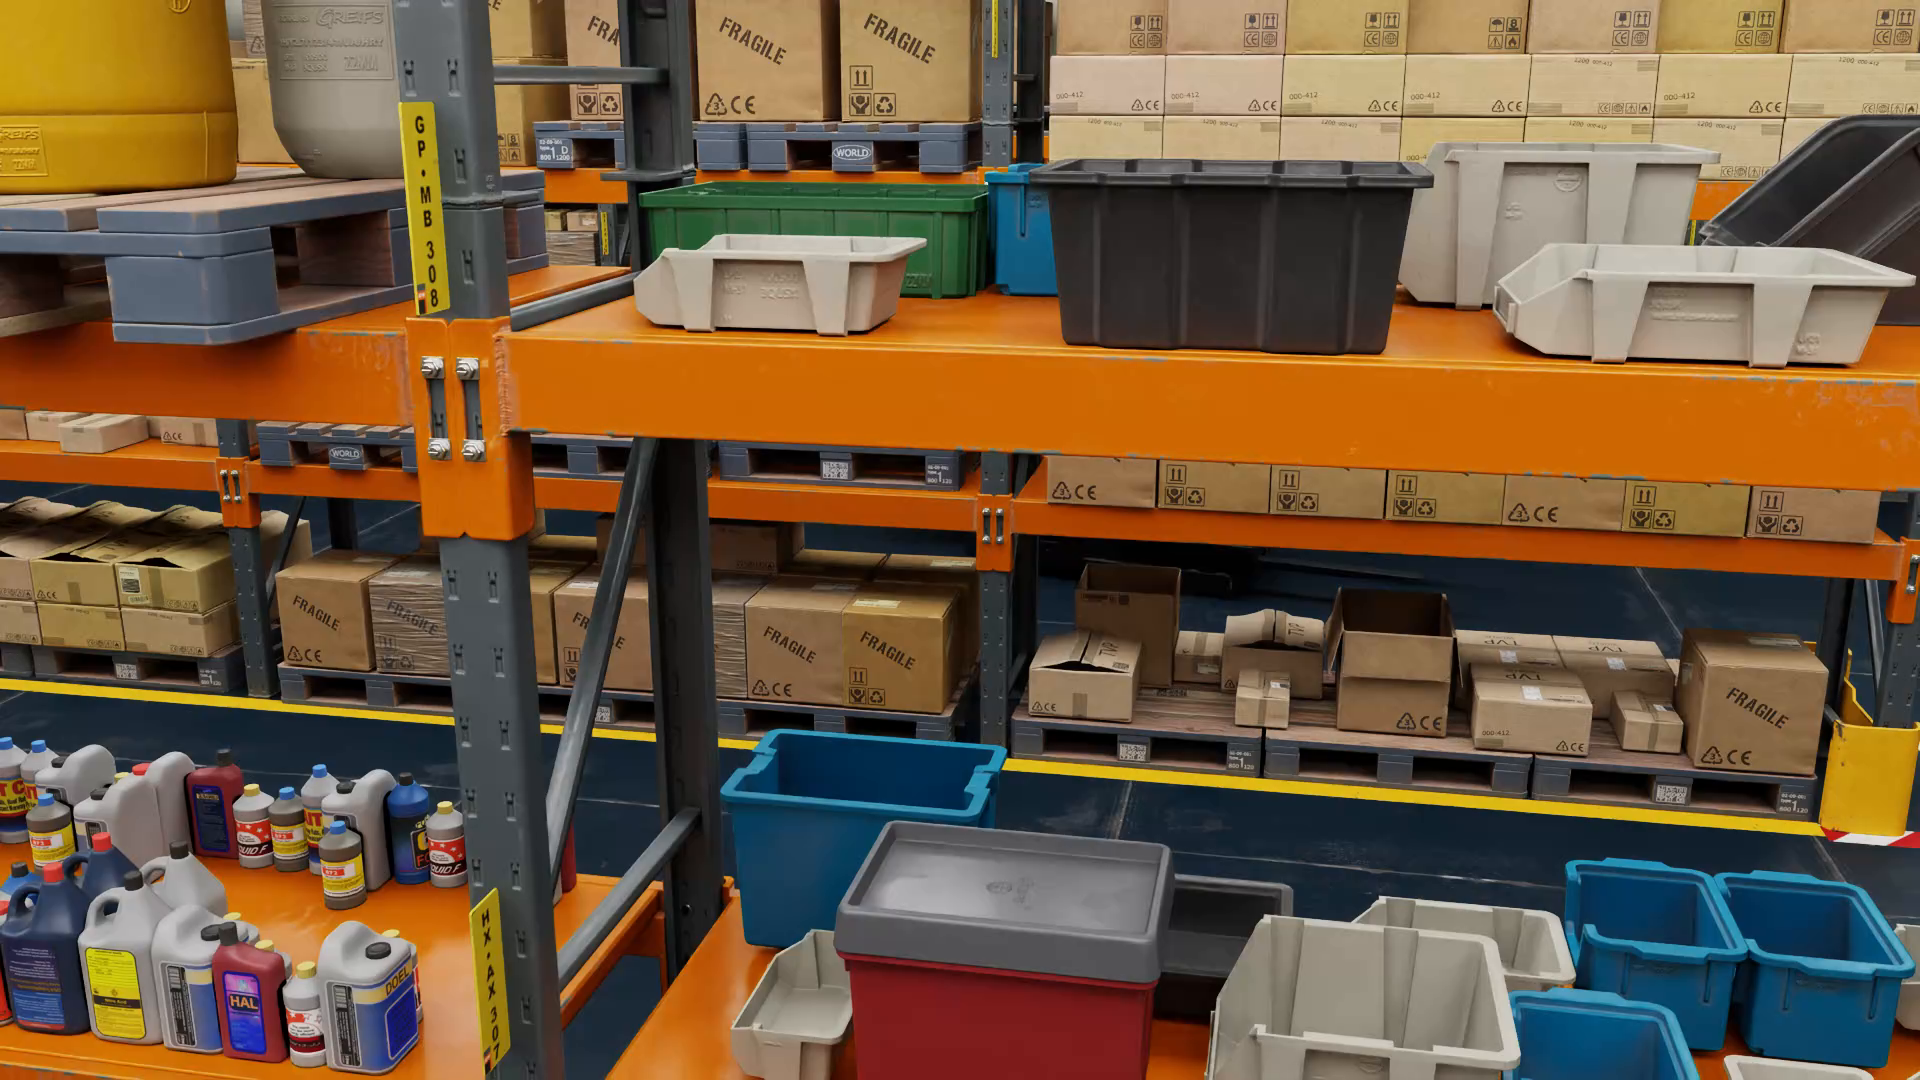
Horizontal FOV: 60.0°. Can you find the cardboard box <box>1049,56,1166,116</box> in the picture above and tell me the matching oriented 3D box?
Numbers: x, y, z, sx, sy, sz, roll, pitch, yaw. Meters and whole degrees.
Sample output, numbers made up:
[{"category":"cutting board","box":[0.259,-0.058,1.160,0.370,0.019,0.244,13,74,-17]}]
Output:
[{"category":"cardboard box","box":[0.686,-2.035,7.445,0.500,0.250,0.500,3,16,11]}]

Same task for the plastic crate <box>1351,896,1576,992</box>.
[{"category":"plastic crate","box":[1.034,0.896,3.519,0.466,0.136,0.293,3,16,11]}]

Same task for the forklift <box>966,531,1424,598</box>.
[{"category":"forklift","box":[1.607,-1.201,10.838,3.031,2.935,1.130,7,17,23]}]

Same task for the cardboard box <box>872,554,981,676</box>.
[{"category":"cardboard box","box":[-0.167,0.392,8.818,0.500,0.500,0.500,2,16,9]}]

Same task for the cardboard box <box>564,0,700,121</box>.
[{"category":"cardboard box","box":[-1.528,-2.372,8.157,0.600,0.600,0.600,2,16,9]}]

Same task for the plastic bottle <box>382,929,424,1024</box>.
[{"category":"plastic bottle","box":[-1.176,0.910,3.461,0.097,0.201,0.097,0,15,0]}]

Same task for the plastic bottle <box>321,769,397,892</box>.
[{"category":"plastic bottle","box":[-1.468,0.700,4.078,0.135,0.276,0.152,3,16,11]}]

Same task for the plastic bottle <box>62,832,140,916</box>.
[{"category":"plastic bottle","box":[-1.850,0.797,3.589,0.185,0.351,0.144,3,16,11]}]

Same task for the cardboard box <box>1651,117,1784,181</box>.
[{"category":"cardboard box","box":[3.135,-1.660,7.027,0.500,0.250,0.500,3,16,11]}]

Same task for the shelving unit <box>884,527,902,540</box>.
[{"category":"shelving unit","box":[-0.128,-0.745,11.872,0.755,1.500,0.431,4,16,15]}]

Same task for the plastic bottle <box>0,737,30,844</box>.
[{"category":"plastic bottle","box":[-2.448,0.642,4.298,0.097,0.271,0.097,0,15,0]}]

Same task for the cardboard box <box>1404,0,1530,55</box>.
[{"category":"cardboard box","box":[2.216,-2.396,7.343,0.500,0.500,0.700,3,16,11]}]

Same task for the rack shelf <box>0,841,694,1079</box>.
[{"category":"rack shelf","box":[-2.692,1.024,4.023,4.000,0.370,1.077,3,16,11]}]

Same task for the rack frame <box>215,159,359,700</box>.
[{"category":"rack frame","box":[-3.661,-0.724,8.988,0.127,3.000,1.000,3,16,11]}]

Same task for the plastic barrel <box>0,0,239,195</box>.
[{"category":"plastic barrel","box":[-1.667,-0.950,3.045,0.600,0.588,0.600,0,15,0]}]

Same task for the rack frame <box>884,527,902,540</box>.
[{"category":"rack frame","box":[-0.481,-0.771,11.966,0.023,1.500,0.400,4,16,15]}]

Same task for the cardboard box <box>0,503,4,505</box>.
[{"category":"cardboard box","box":[-6.127,-0.085,9.993,0.500,0.311,0.500,3,16,11]}]

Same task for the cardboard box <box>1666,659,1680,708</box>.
[{"category":"cardboard box","box":[3.592,0.729,8.224,0.250,0.166,0.380,3,16,11]}]

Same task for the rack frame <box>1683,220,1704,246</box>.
[{"category":"rack frame","box":[5.162,-1.595,12.131,0.127,3.000,1.000,3,16,11]}]

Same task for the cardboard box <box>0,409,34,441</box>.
[{"category":"cardboard box","box":[-5.309,-0.858,9.282,0.500,0.500,0.500,2,16,8]}]

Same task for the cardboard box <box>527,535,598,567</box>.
[{"category":"cardboard box","box":[-2.191,0.284,9.205,0.500,0.500,0.500,3,16,9]}]

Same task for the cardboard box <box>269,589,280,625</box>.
[{"category":"cardboard box","box":[-4.116,0.294,9.677,0.500,0.250,0.500,3,16,11]}]

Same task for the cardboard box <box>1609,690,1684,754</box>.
[{"category":"cardboard box","box":[3.218,0.845,7.806,0.250,0.166,0.380,3,16,11]}]

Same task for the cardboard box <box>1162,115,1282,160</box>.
[{"category":"cardboard box","box":[1.175,-1.767,7.413,0.500,0.250,0.500,3,16,11]}]

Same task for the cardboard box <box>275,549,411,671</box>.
[{"category":"cardboard box","box":[-3.272,0.367,8.906,0.500,0.500,0.500,4,16,13]}]

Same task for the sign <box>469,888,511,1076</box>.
[{"category":"sign","box":[-0.843,0.794,2.987,0.005,0.325,0.100,3,16,11]}]

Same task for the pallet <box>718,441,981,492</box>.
[{"category":"pallet","box":[-0.503,-0.490,8.502,1.213,0.211,1.003,3,16,11]}]

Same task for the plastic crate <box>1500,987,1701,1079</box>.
[{"category":"plastic crate","box":[1.124,1.006,2.941,0.300,0.233,0.416,3,16,11]}]

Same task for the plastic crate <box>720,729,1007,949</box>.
[{"category":"plastic crate","box":[-0.207,0.698,3.769,0.575,0.384,0.392,3,16,11]}]

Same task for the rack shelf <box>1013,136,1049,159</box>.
[{"category":"rack shelf","box":[-0.718,-3.013,12.979,4.000,0.370,1.077,3,16,11]}]

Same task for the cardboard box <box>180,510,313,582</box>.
[{"category":"cardboard box","box":[-4.116,0.023,9.602,0.500,0.311,0.500,4,16,13]}]

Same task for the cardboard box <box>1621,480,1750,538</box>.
[{"category":"cardboard box","box":[3.176,-0.326,7.364,0.500,0.500,0.500,3,16,12]}]

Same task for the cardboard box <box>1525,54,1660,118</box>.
[{"category":"cardboard box","box":[2.645,-1.928,7.058,0.500,0.250,0.500,3,16,11]}]

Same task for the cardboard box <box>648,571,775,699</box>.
[{"category":"cardboard box","box":[-1.256,0.474,8.519,0.500,0.500,0.500,3,16,12]}]

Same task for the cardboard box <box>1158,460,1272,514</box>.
[{"category":"cardboard box","box":[1.206,-0.435,7.756,0.500,0.500,0.500,3,16,12]}]

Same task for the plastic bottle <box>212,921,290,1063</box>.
[{"category":"plastic bottle","box":[-1.418,0.903,3.330,0.133,0.283,0.061,3,16,11]}]

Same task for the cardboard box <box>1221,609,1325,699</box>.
[{"category":"cardboard box","box":[1.609,0.568,8.535,0.500,0.311,0.500,3,16,11]}]

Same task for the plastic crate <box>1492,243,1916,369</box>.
[{"category":"plastic crate","box":[1.113,-0.367,2.572,0.530,0.136,0.437,3,16,11]}]

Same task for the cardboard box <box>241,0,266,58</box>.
[{"category":"cardboard box","box":[-3.235,-2.675,8.351,0.500,0.500,0.500,3,16,11]}]

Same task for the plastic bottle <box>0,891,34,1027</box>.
[{"category":"plastic bottle","box":[-2.035,0.861,3.497,0.135,0.276,0.152,3,16,11]}]

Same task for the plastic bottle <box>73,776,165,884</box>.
[{"category":"plastic bottle","box":[-2.047,0.710,4.042,0.135,0.276,0.152,3,16,11]}]

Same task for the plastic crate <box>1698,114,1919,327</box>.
[{"category":"plastic crate","box":[1.745,-0.572,2.935,0.767,0.338,0.504,3,16,11]}]

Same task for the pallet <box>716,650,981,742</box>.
[{"category":"pallet","box":[-0.546,0.799,8.713,1.213,0.211,1.003,3,16,11]}]

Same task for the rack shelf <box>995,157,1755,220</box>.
[{"category":"rack shelf","box":[2.219,-1.504,7.531,4.000,0.370,1.077,3,16,11]}]

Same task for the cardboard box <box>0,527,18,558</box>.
[{"category":"cardboard box","box":[-5.719,0.084,9.384,0.500,0.311,0.500,4,16,13]}]

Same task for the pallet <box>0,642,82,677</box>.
[{"category":"pallet","box":[-5.652,0.500,9.792,1.213,0.211,1.003,3,16,11]}]

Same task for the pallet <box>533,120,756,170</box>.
[{"category":"pallet","box":[-1.383,-1.974,8.232,1.003,0.211,1.213,3,16,11]}]

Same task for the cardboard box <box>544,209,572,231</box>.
[{"category":"cardboard box","box":[-3.340,-2.617,13.594,0.250,0.149,0.380,0,15,2]}]
